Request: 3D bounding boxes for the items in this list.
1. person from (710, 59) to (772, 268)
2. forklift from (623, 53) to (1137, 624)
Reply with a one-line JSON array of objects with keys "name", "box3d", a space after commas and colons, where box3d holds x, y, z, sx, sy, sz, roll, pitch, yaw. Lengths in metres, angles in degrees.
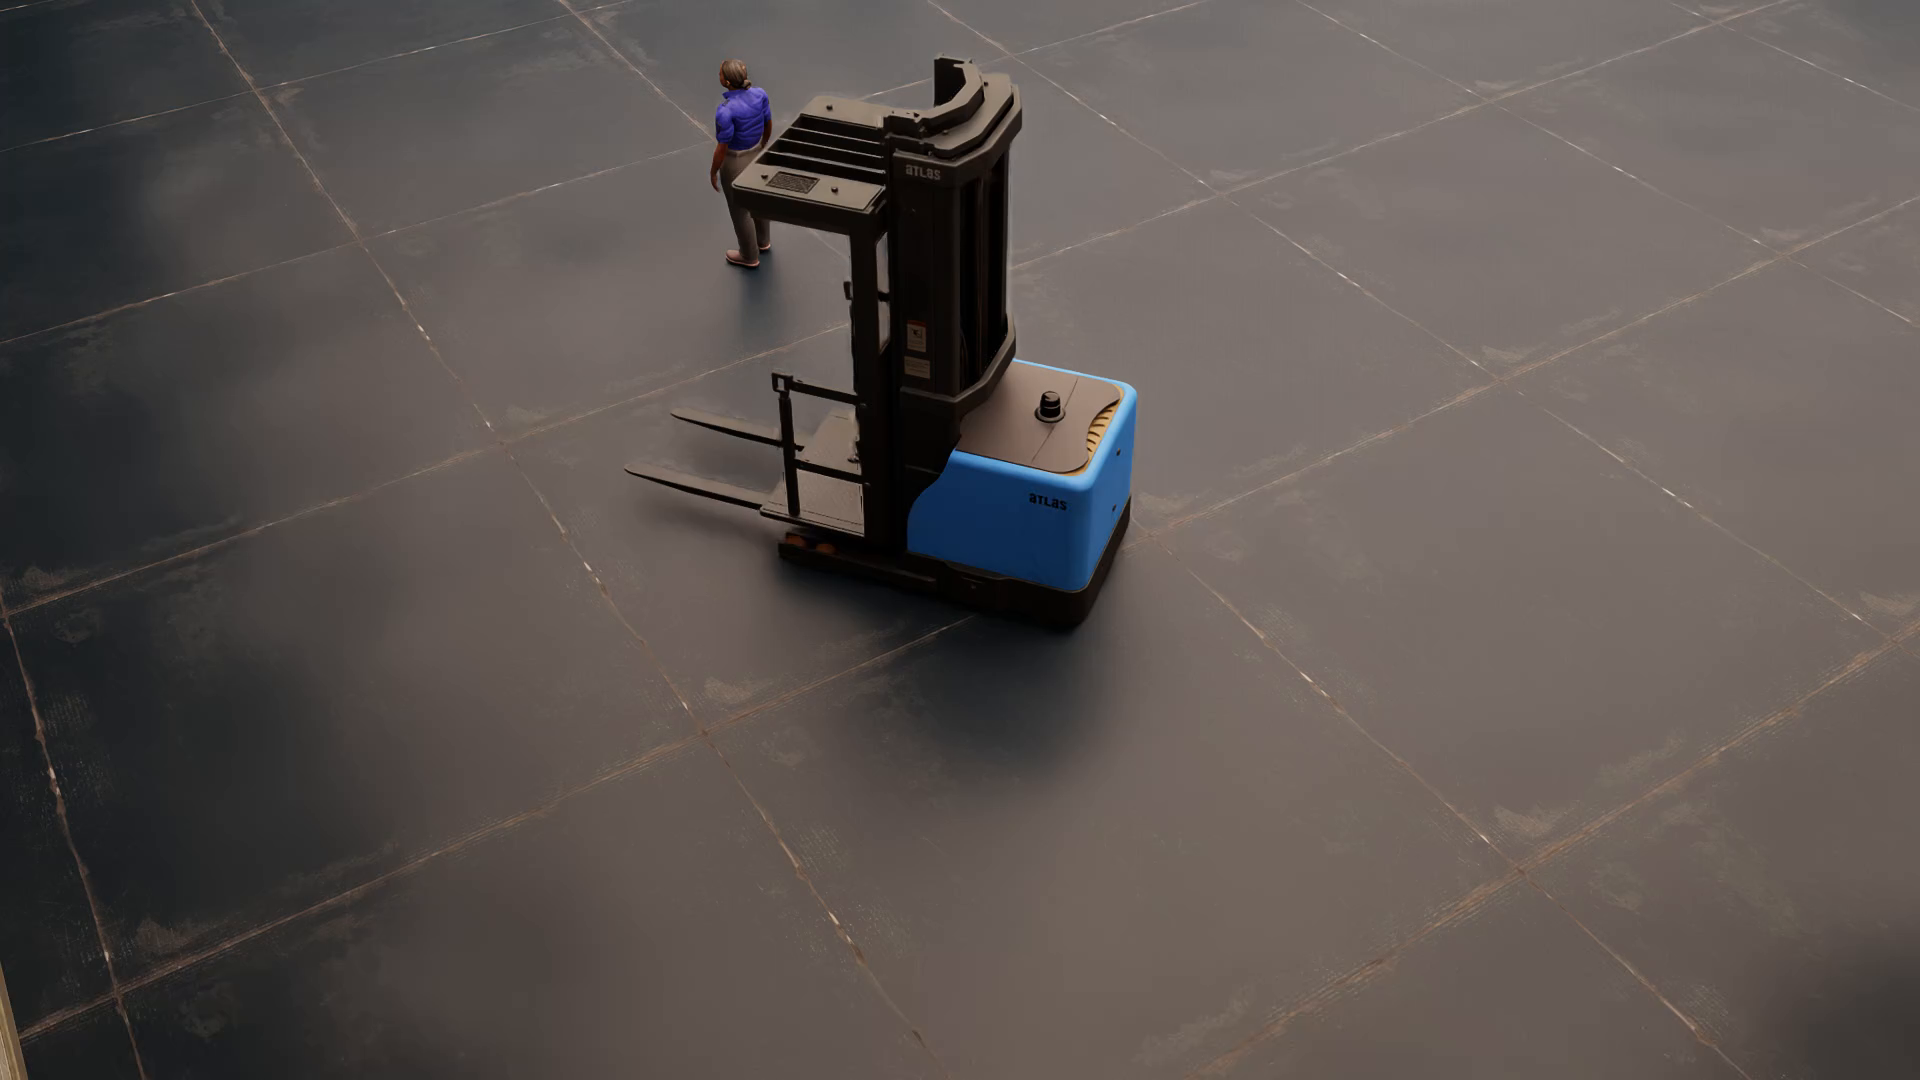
[{"name": "person", "box3d": [-1.606, -2.732, 11.957, 0.504, 1.654, 0.570, 30, 50, 30]}, {"name": "forklift", "box3d": [-0.547, -1.230, 9.278, 3.031, 2.935, 1.130, 14, 43, 15]}]
